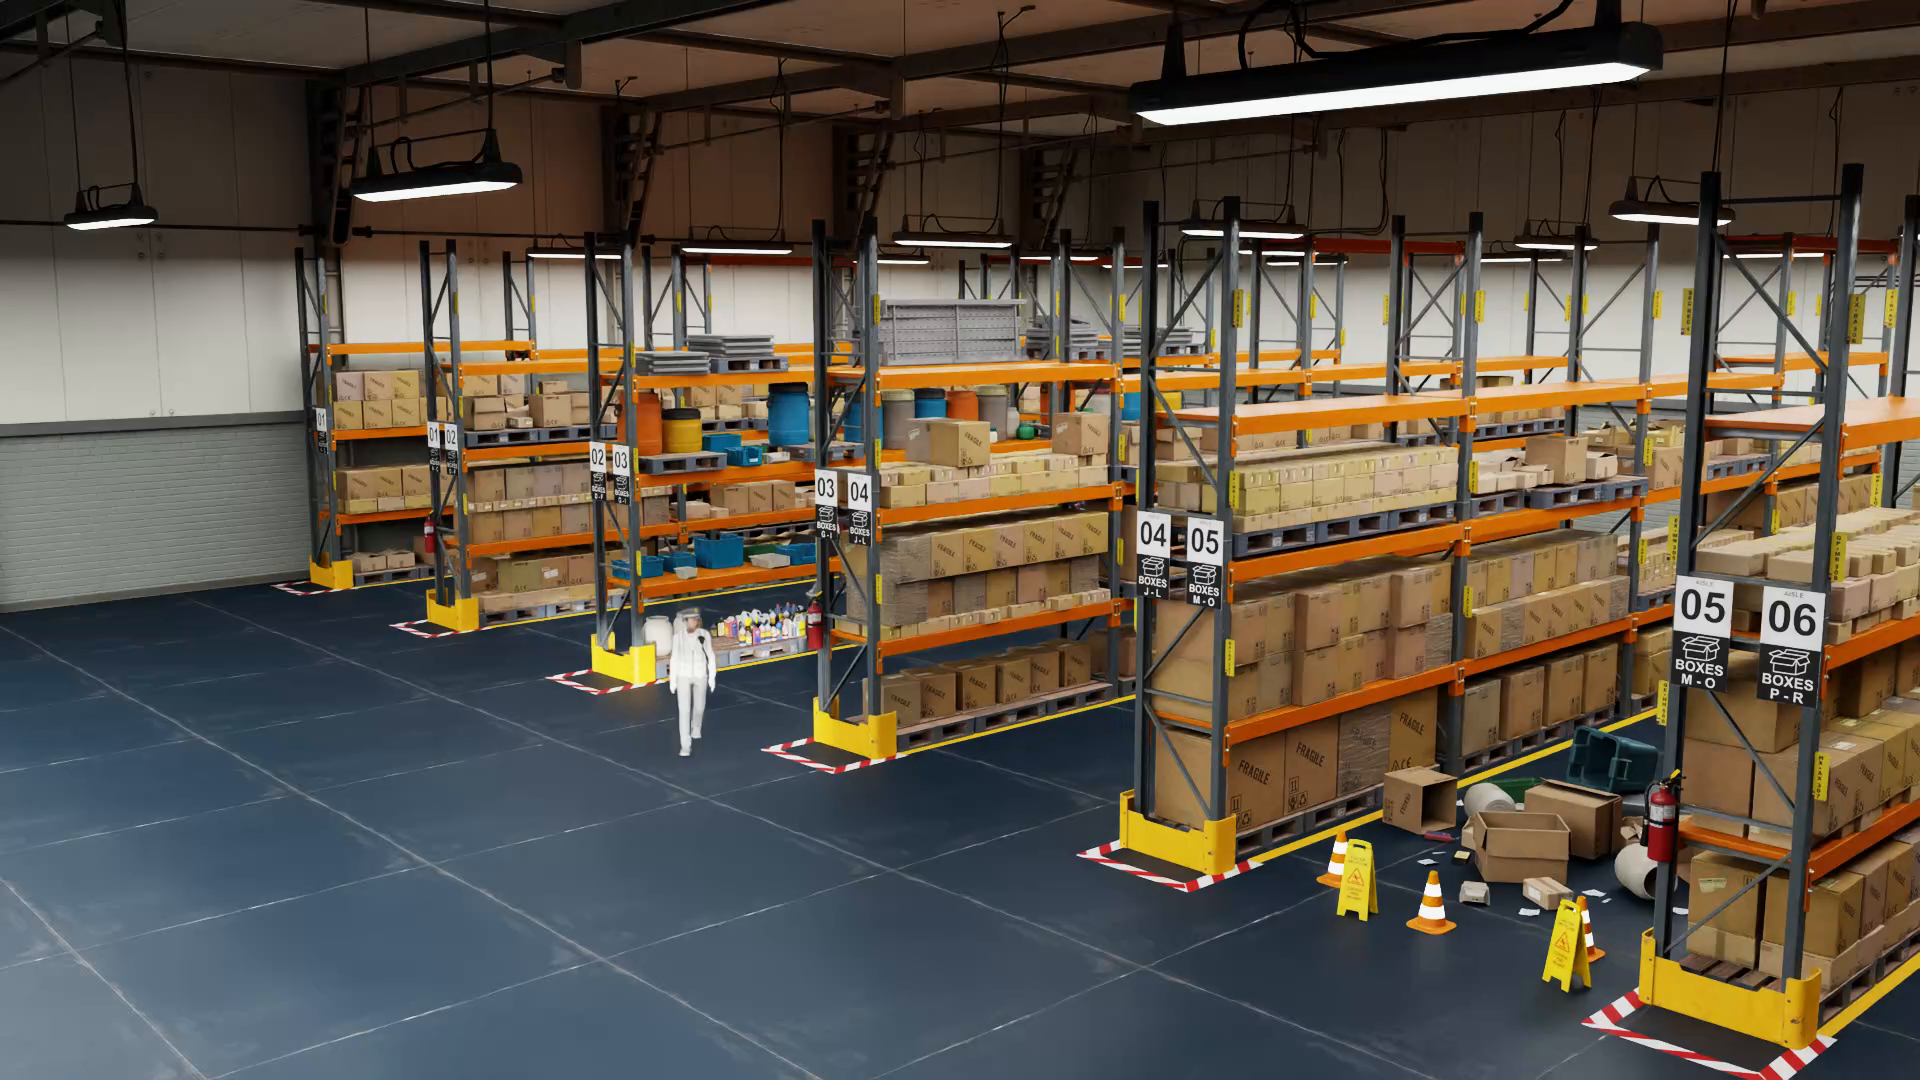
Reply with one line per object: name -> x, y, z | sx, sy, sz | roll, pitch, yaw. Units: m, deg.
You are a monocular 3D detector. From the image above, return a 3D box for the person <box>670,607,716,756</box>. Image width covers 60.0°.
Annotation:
person -> -3.062, 1.569, 19.052 | 0.522, 1.644, 0.848 | -2, 9, -15

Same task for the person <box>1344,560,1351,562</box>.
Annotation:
person -> 5.116, 1.104, 21.852 | 0.550, 1.838, 0.601 | -7, 11, -41

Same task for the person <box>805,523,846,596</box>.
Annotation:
person -> -2.255, 0.197, 28.574 | 0.454, 1.543, 0.969 | 4, 9, 23
